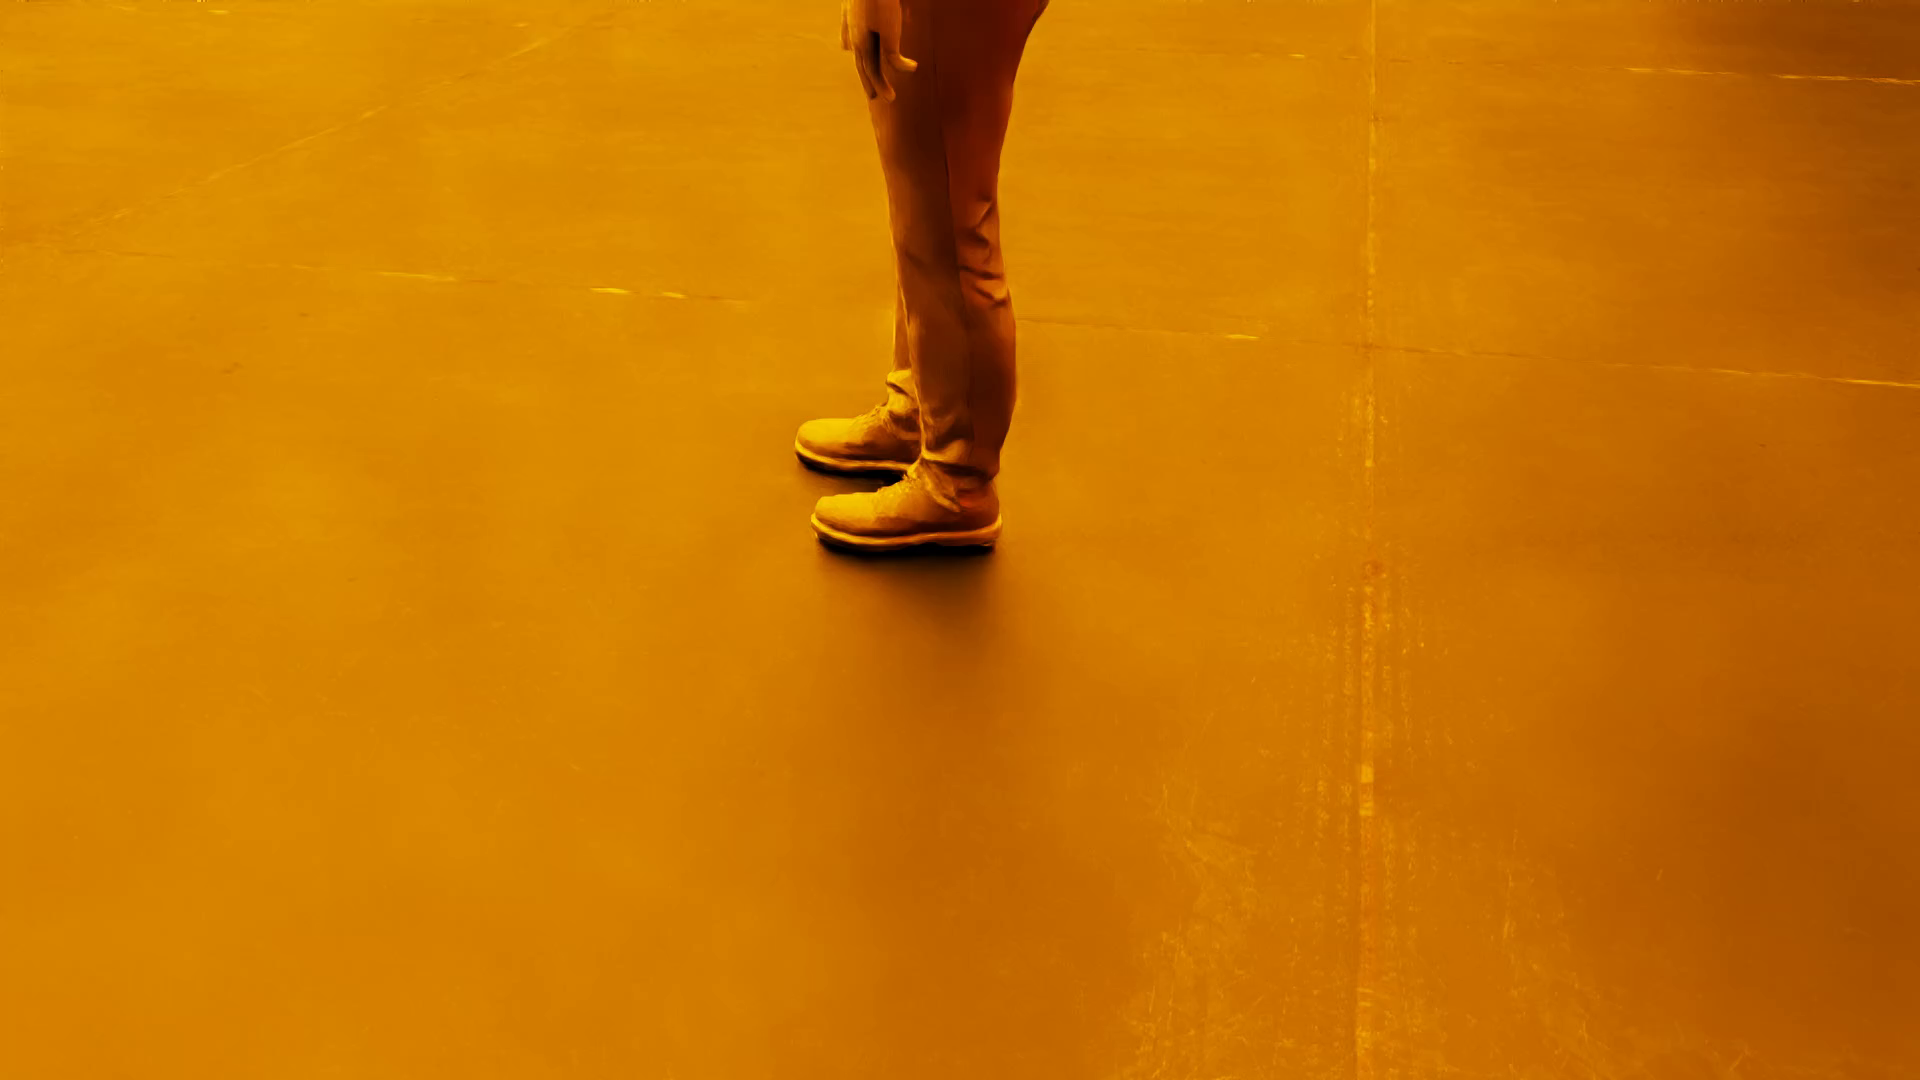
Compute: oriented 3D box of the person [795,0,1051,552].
[{"bbox_3d":[-0.064,-0.773,2.135,0.532,1.695,0.586,6,27,11],"label":"person"}]
